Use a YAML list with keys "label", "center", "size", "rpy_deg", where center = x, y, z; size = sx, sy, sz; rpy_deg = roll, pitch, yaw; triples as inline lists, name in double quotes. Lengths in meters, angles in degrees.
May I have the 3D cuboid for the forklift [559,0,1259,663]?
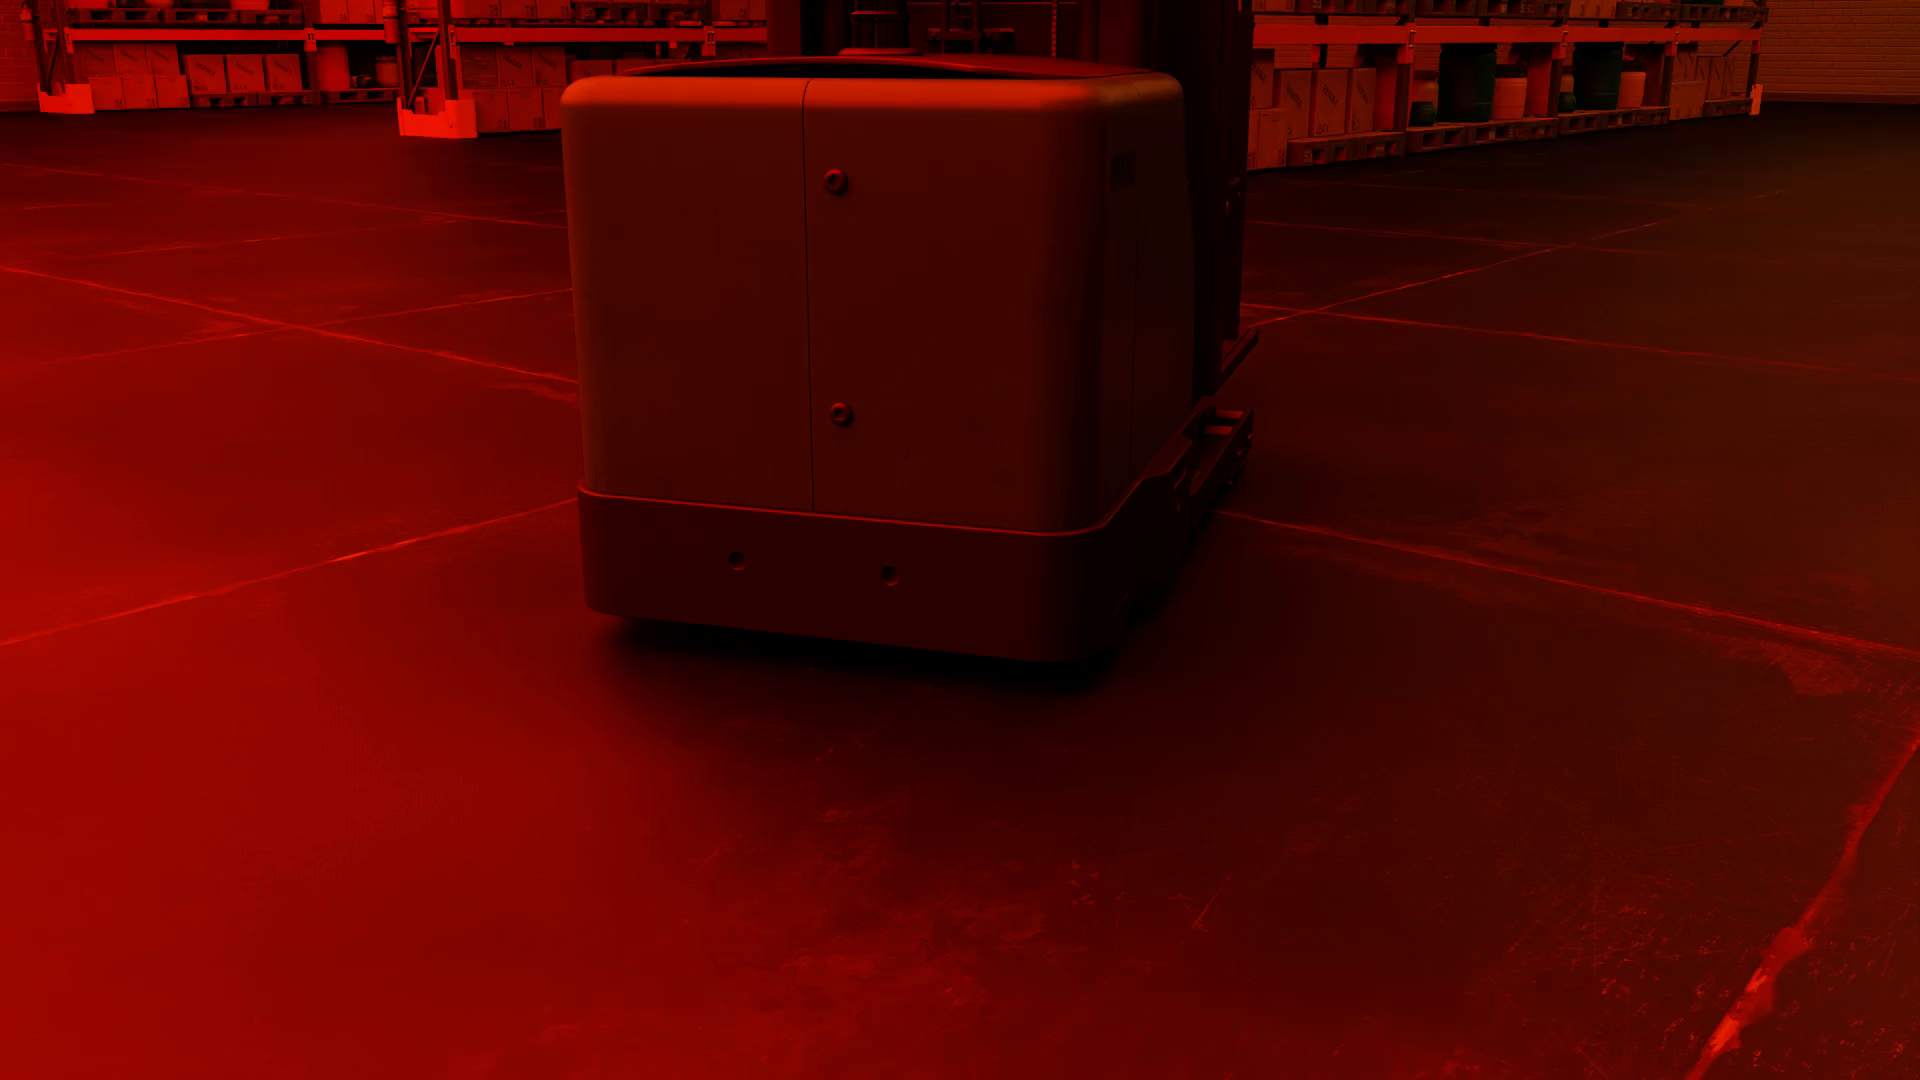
- label: "forklift"
  center: [0.182, -1.571, 4.072]
  size: [1.130, 2.935, 3.031]
  rpy_deg: [5, 18, 17]
